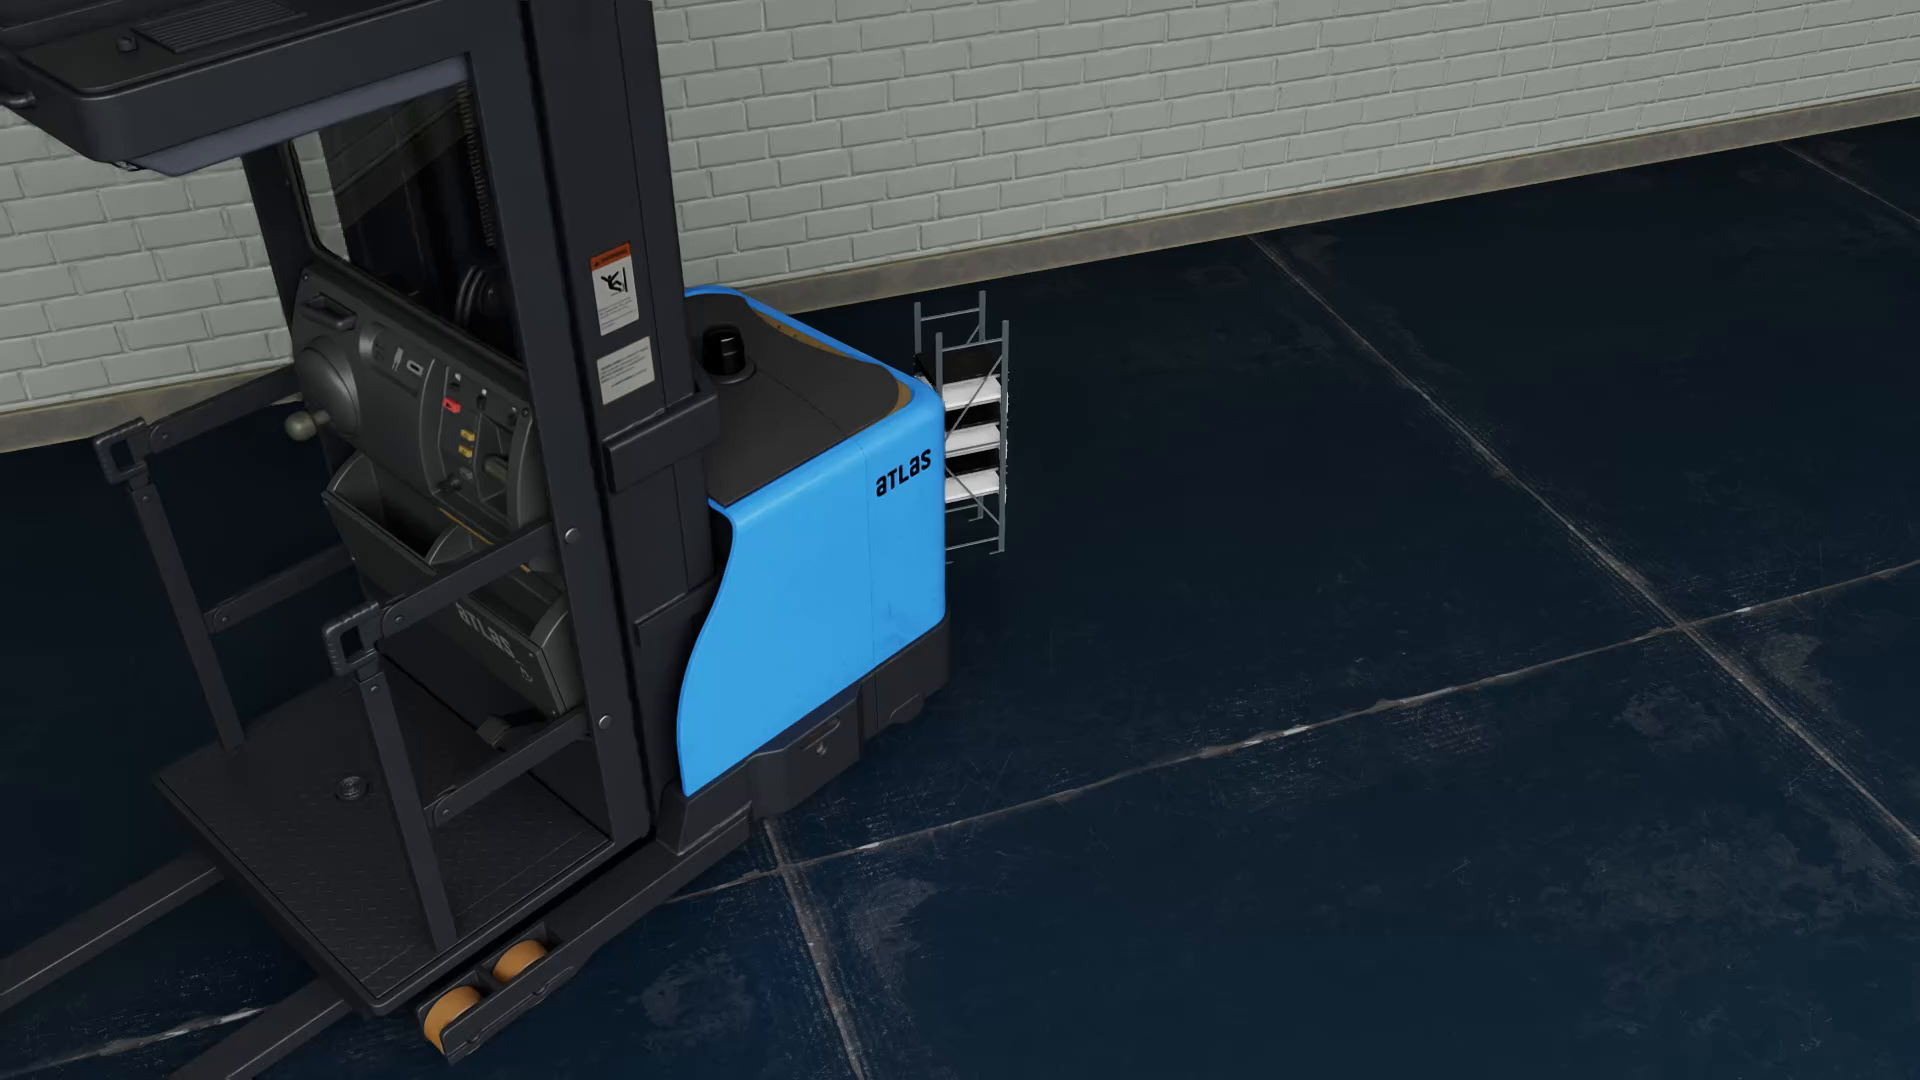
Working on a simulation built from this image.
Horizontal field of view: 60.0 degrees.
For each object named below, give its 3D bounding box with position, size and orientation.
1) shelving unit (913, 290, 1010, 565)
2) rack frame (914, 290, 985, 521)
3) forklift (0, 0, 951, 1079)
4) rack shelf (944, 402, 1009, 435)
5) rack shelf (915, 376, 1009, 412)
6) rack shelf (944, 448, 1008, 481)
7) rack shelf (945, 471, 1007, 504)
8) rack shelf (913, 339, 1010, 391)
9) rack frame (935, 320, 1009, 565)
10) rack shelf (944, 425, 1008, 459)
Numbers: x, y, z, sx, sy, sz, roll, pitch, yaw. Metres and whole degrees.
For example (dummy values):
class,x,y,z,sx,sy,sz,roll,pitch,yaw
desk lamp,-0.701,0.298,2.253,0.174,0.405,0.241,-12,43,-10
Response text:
class,x,y,z,sx,sy,sz,roll,pitch,yaw
shelving unit,0.003,-0.355,5.473,0.258,0.900,0.210,-12,39,-16
rack frame,-0.032,-0.412,5.549,0.240,0.900,0.006,-12,39,-16
forklift,-1.395,-0.258,3.656,1.130,2.935,3.031,29,46,33
rack shelf,0.003,-0.400,5.439,0.258,0.077,0.200,-12,39,-16
rack shelf,0.003,-0.472,5.385,0.258,0.077,0.200,-12,39,-16
rack shelf,0.003,-0.256,5.547,0.258,0.077,0.200,-12,39,-16
rack shelf,0.003,-0.184,5.602,0.258,0.077,0.200,-12,39,-16
rack shelf,0.003,-0.544,5.331,0.258,0.077,0.200,-12,39,-16
rack frame,0.038,-0.297,5.397,0.240,0.900,0.006,-12,39,-16
rack shelf,0.003,-0.328,5.493,0.258,0.077,0.200,-12,39,-16
